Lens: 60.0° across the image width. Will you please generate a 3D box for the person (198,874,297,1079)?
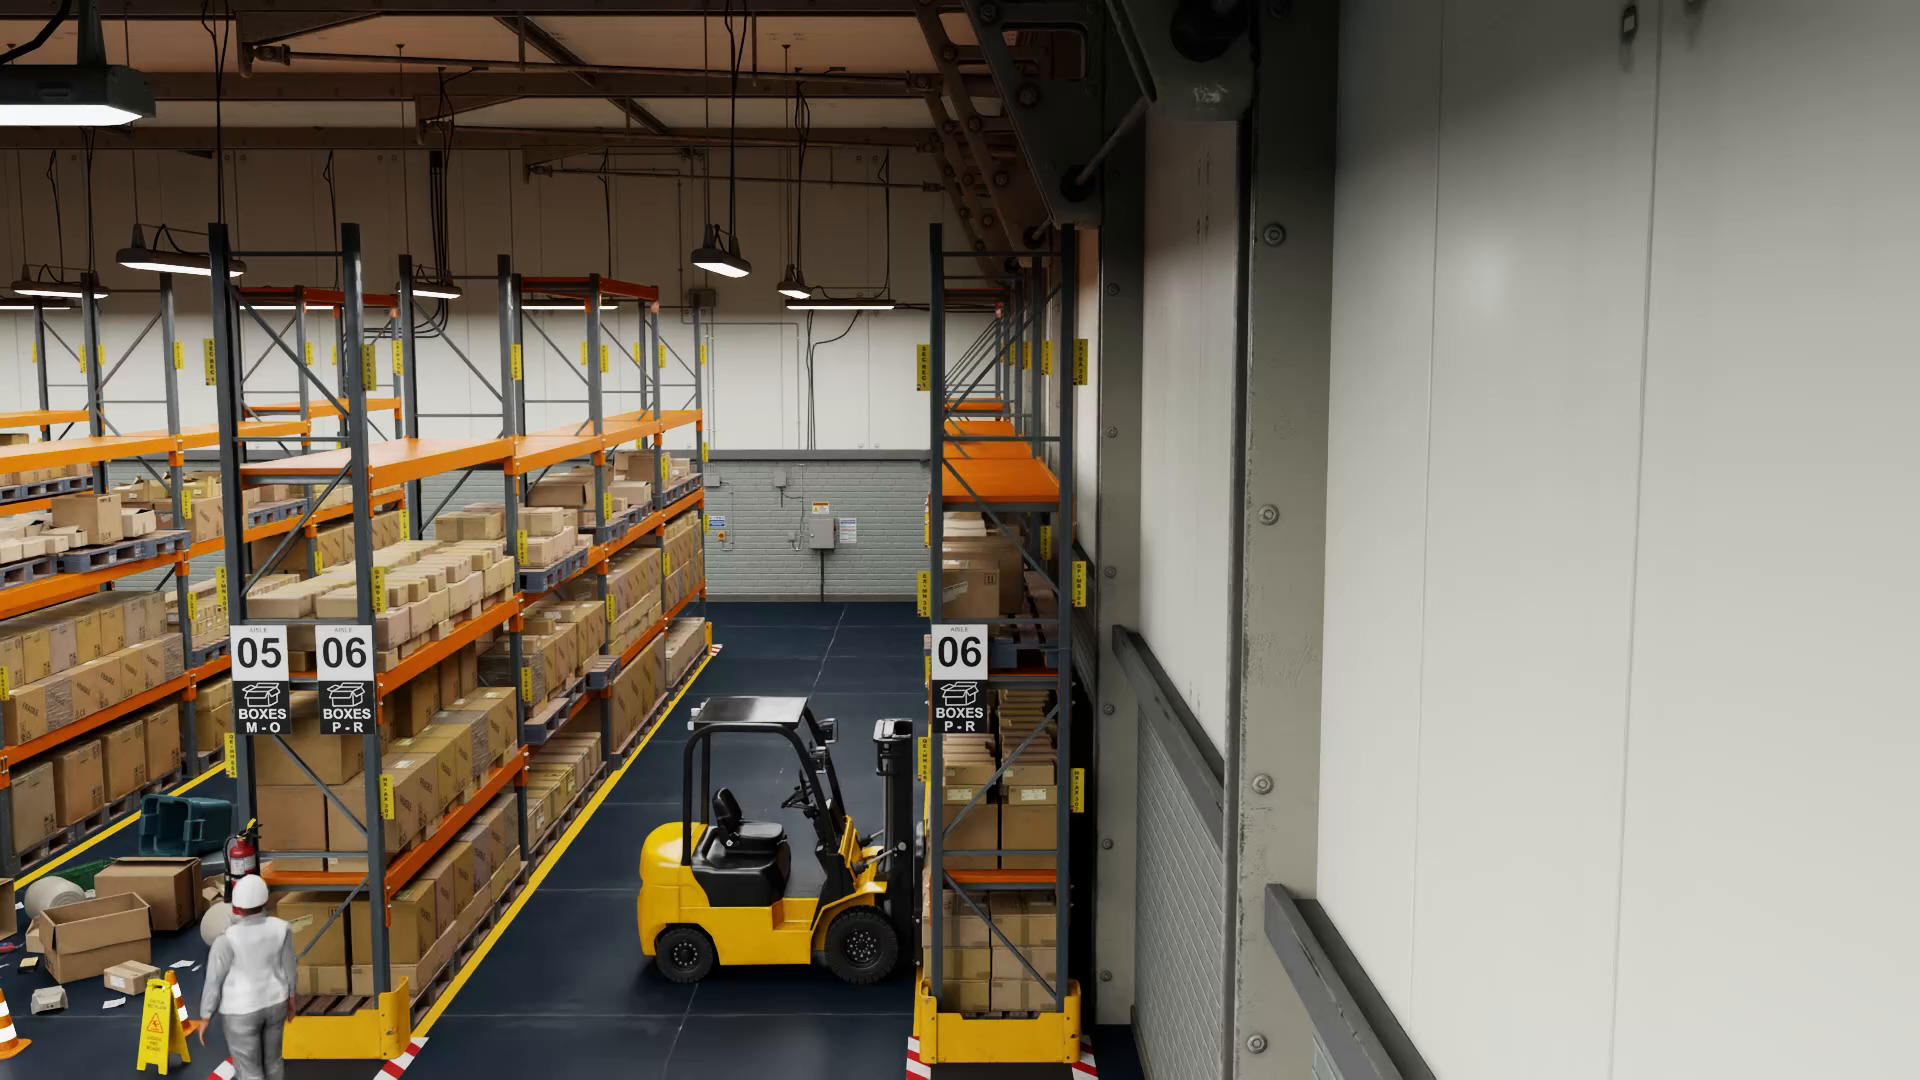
[{"bbox_3d":[-4.592,3.047,10.754,0.410,1.800,0.616,4,8,32],"label":"person"}]
